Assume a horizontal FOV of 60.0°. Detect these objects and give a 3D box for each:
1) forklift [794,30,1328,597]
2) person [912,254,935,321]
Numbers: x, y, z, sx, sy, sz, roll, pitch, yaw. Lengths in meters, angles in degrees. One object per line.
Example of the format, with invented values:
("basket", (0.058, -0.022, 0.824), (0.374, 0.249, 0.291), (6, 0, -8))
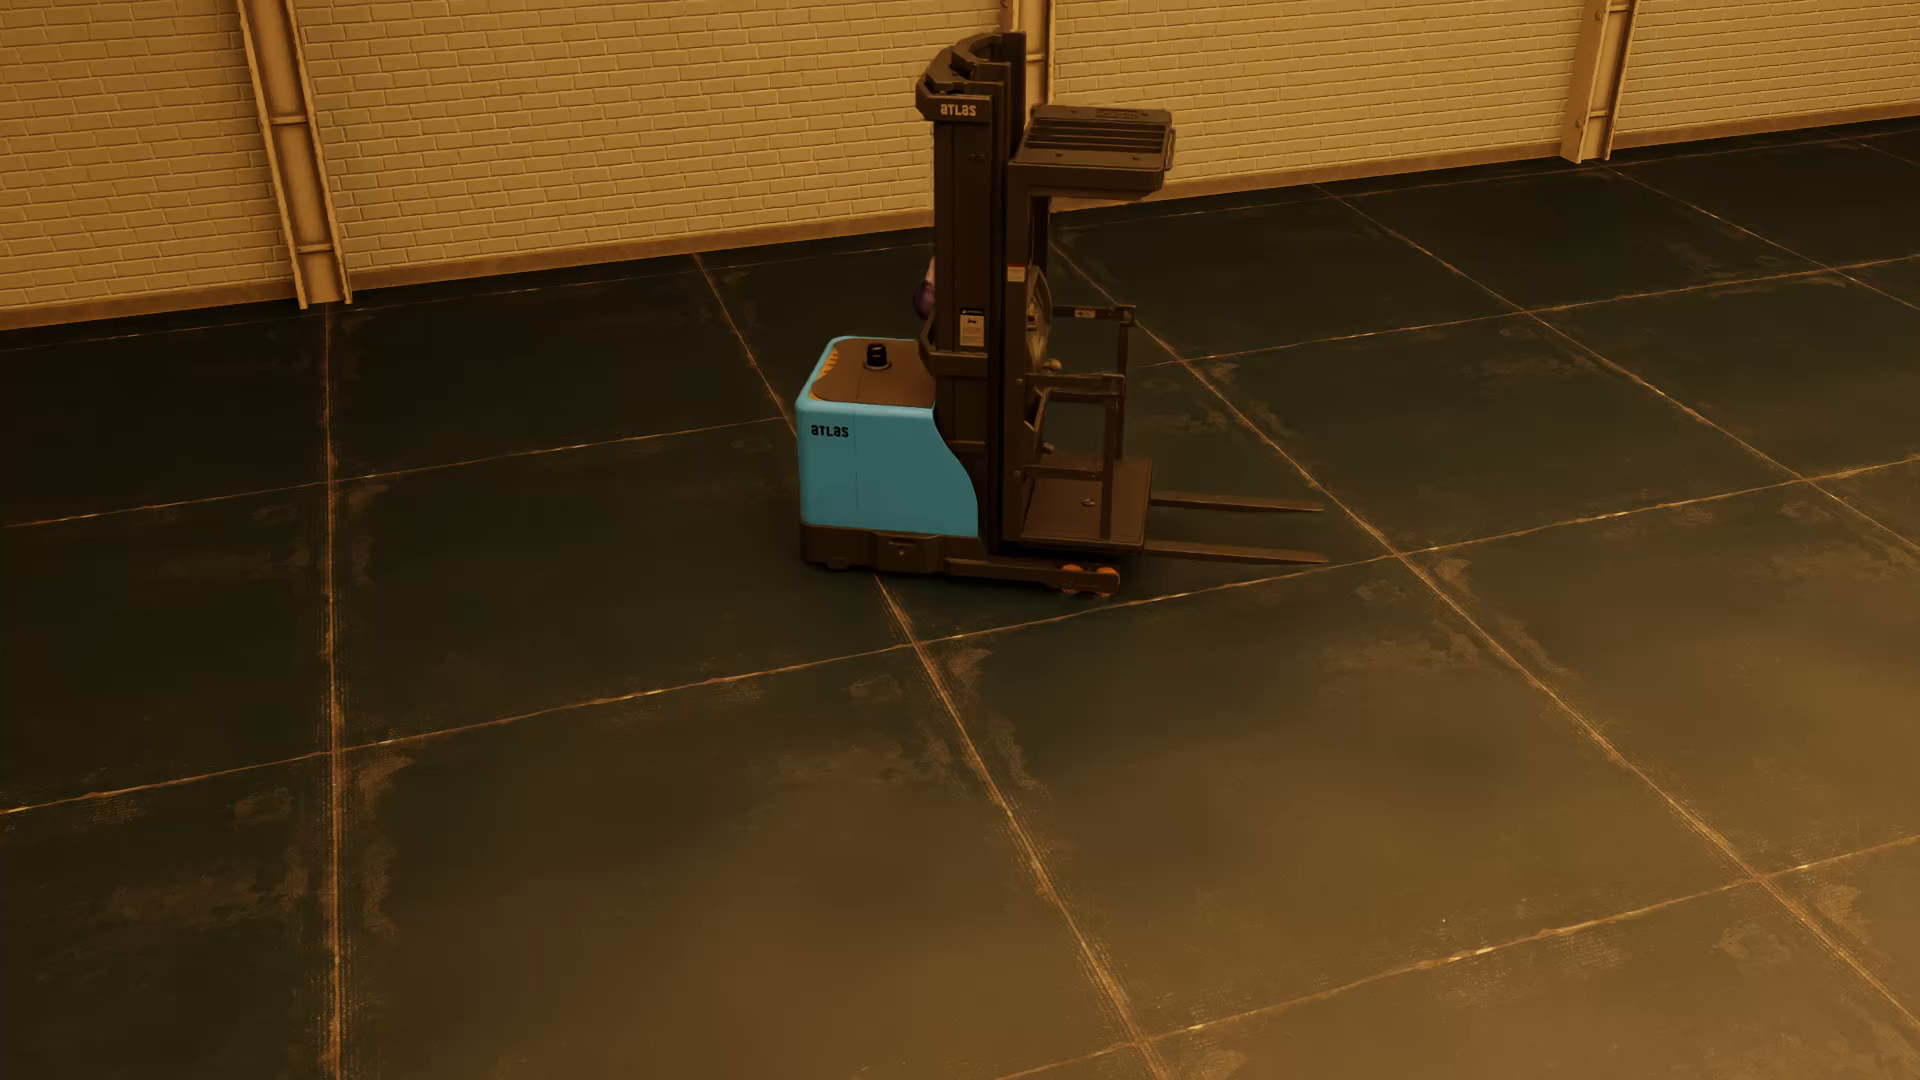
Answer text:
("forklift", (0.625, -1.233, 9.230), (3.031, 2.935, 1.130), (4, 30, 8))
("person", (0.105, -1.710, 11.646), (0.881, 1.401, 0.739), (-2, 30, -4))
